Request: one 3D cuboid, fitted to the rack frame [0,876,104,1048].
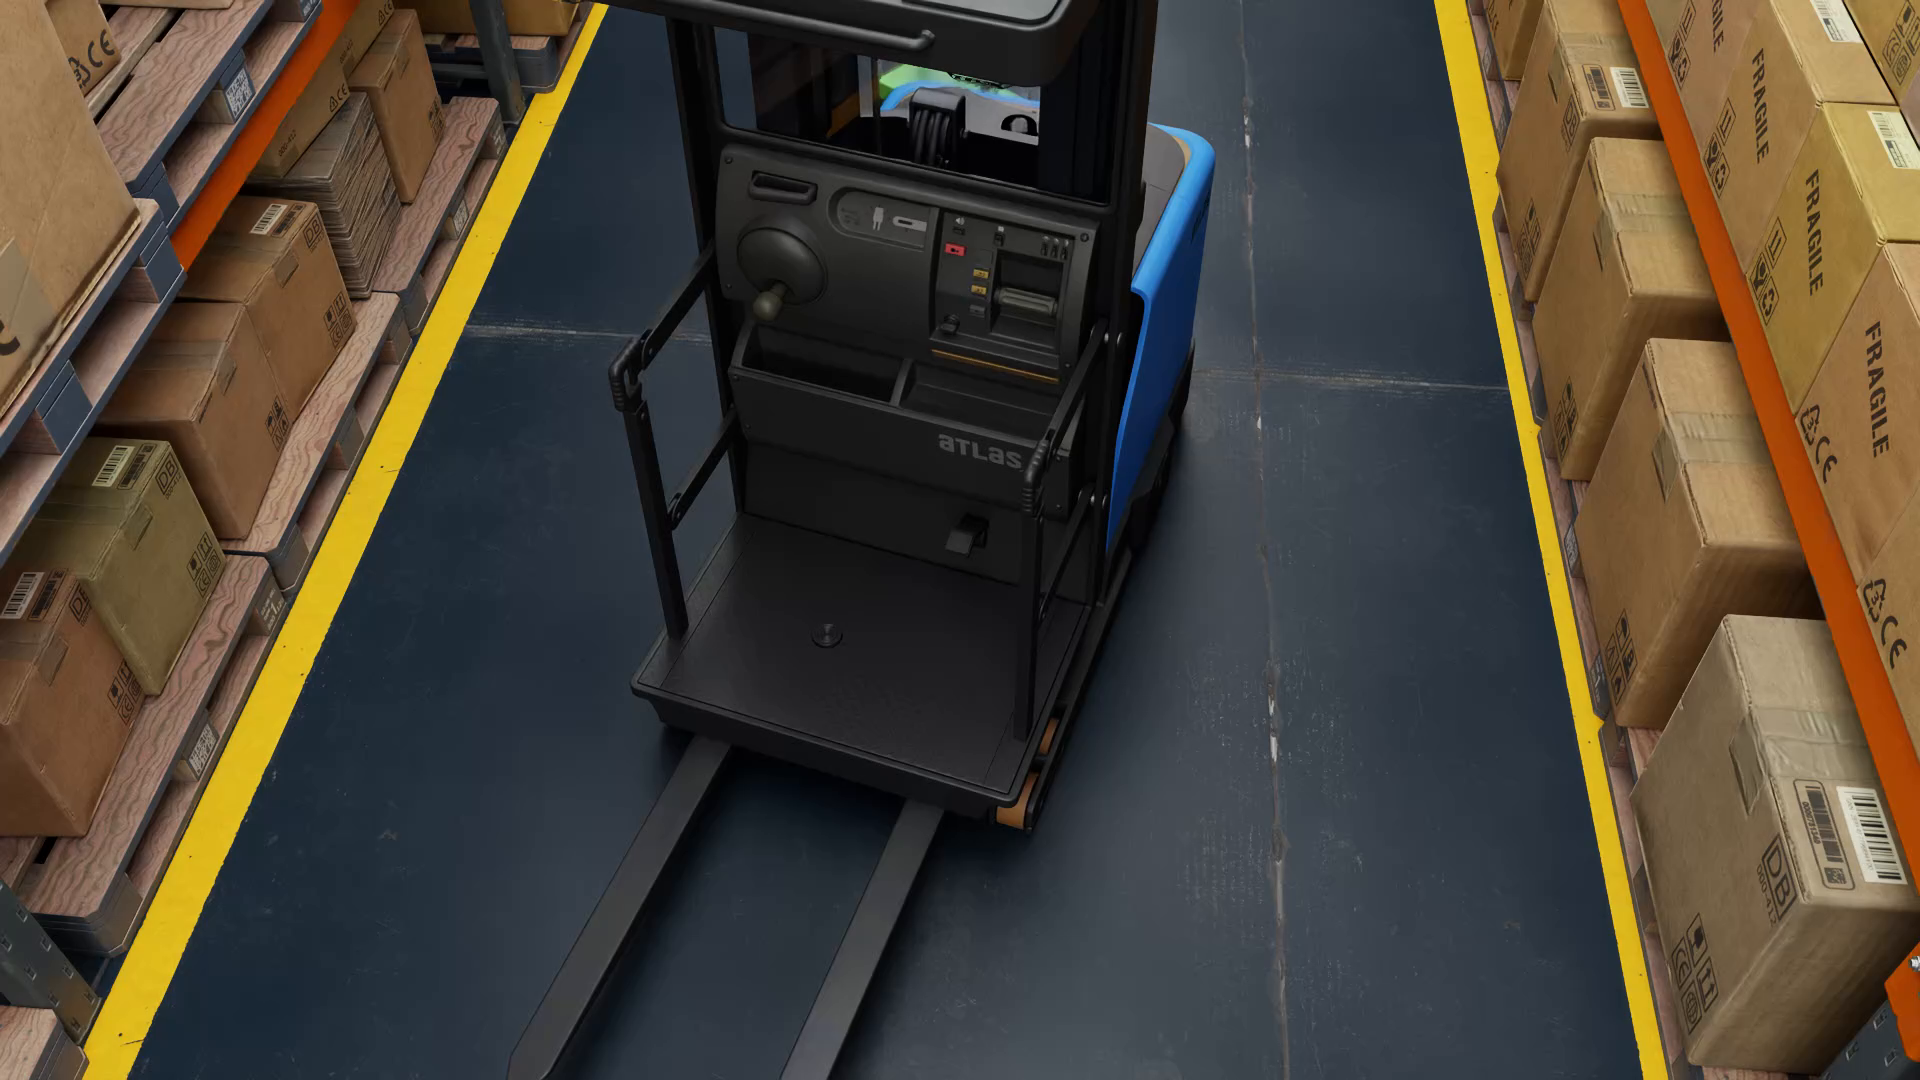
[{"bbox_3d":[-2.659,0.161,3.070,1.000,3.000,0.127,4,48,4],"label":"rack frame"}]

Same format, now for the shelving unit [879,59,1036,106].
[{"bbox_3d":[-0.022,-1.312,5.637,0.503,1.200,0.258,34,56,27],"label":"shelving unit"}]

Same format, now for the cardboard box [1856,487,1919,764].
[{"bbox_3d":[2.052,0.134,3.027,0.500,0.500,0.500,4,48,3],"label":"cardboard box"}]

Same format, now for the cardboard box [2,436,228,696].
[{"bbox_3d":[-2.520,0.057,4.561,0.700,0.500,0.500,4,48,3],"label":"cardboard box"}]

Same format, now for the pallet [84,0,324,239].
[{"bbox_3d":[-2.434,-1.256,4.496,1.003,0.211,1.213,4,48,4],"label":"pallet"}]

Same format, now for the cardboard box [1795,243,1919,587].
[{"bbox_3d":[2.098,-0.238,3.367,0.500,0.500,0.500,3,48,3],"label":"cardboard box"}]

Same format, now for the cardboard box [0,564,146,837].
[{"bbox_3d":[-2.582,0.406,4.241,0.700,0.500,0.500,1,48,1],"label":"cardboard box"}]

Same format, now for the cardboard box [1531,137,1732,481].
[{"bbox_3d":[2.414,-0.669,5.069,1.050,0.750,0.750,5,48,4],"label":"cardboard box"}]

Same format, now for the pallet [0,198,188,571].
[{"bbox_3d":[-2.445,-0.326,3.645,1.003,0.211,1.213,4,48,4],"label":"pallet"}]

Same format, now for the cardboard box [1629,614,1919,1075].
[{"bbox_3d":[2.238,0.724,3.795,1.050,0.750,0.750,4,48,3],"label":"cardboard box"}]

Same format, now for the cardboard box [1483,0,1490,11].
[{"bbox_3d":[2.486,-2.551,6.960,0.500,0.500,0.500,6,48,5],"label":"cardboard box"}]

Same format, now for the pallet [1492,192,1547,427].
[{"bbox_3d":[2.488,-0.855,5.889,1.003,0.211,1.213,4,48,4],"label":"pallet"}]

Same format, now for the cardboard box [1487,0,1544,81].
[{"bbox_3d":[2.435,-2.170,6.611,0.500,0.500,0.500,4,48,3],"label":"cardboard box"}]

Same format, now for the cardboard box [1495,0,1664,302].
[{"bbox_3d":[2.490,-1.312,5.657,1.050,0.750,0.750,3,48,3],"label":"cardboard box"}]

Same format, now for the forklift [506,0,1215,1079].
[{"bbox_3d":[-0.213,-0.556,3.772,1.130,2.935,3.031,15,49,13],"label":"forklift"}]

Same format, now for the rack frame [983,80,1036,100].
[{"bbox_3d":[0.157,-1.190,5.525,0.015,1.200,0.240,34,56,27],"label":"rack frame"}]

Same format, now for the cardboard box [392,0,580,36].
[{"bbox_3d":[-2.211,-2.709,6.850,1.225,0.875,0.875,2,48,2],"label":"cardboard box"}]

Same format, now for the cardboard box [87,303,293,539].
[{"bbox_3d":[-2.469,-0.354,4.937,0.700,0.500,0.500,0,48,0],"label":"cardboard box"}]

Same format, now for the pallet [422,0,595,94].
[{"bbox_3d":[-2.148,-2.411,7.313,1.003,0.211,1.213,4,48,4],"label":"pallet"}]

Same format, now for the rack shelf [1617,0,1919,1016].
[{"bbox_3d":[2.453,-0.658,4.307,1.077,0.370,4.000,4,48,4],"label":"rack shelf"}]

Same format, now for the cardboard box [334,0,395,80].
[{"bbox_3d":[-2.326,-1.842,5.790,0.500,0.250,0.500,6,48,5],"label":"cardboard box"}]

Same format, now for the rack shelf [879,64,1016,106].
[{"bbox_3d":[-0.022,-1.431,5.507,0.480,0.148,0.258,34,56,27],"label":"rack shelf"}]

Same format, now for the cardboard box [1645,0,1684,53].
[{"bbox_3d":[2.282,-1.719,4.721,0.500,0.500,0.500,3,48,3],"label":"cardboard box"}]

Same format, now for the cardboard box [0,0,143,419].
[{"bbox_3d":[-2.448,-0.758,3.219,1.000,1.000,1.000,4,48,4],"label":"cardboard box"}]

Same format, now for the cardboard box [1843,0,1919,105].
[{"bbox_3d":[2.449,-1.288,3.650,0.700,0.500,0.500,3,48,3],"label":"cardboard box"}]

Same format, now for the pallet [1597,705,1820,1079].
[{"bbox_3d":[2.266,0.938,4.249,1.003,0.211,1.213,4,48,4],"label":"pallet"}]

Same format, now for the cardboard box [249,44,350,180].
[{"bbox_3d":[-2.364,-1.451,5.432,0.500,0.250,0.500,9,48,8],"label":"cardboard box"}]

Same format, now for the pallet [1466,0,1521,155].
[{"bbox_3d":[2.708,-2.004,6.939,1.003,0.211,1.213,4,48,4],"label":"pallet"}]

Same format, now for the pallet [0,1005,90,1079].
[{"bbox_3d":[-2.685,1.598,3.645,1.003,0.211,1.213,4,48,4],"label":"pallet"}]

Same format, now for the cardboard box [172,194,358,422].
[{"bbox_3d":[-2.419,-0.764,5.312,0.700,0.500,0.500,7,48,7],"label":"cardboard box"}]

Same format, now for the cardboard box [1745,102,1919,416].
[{"bbox_3d":[2.144,-0.609,3.706,0.500,0.500,0.500,4,48,4],"label":"cardboard box"}]

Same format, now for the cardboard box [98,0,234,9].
[{"bbox_3d":[-2.178,-1.631,4.516,0.396,0.266,0.258,3,48,2],"label":"cardboard box"}]

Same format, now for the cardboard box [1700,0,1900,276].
[{"bbox_3d":[2.188,-0.982,4.048,0.500,0.500,0.500,3,48,3],"label":"cardboard box"}]

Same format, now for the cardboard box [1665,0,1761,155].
[{"bbox_3d":[2.236,-1.348,4.382,0.500,0.500,0.500,4,48,3],"label":"cardboard box"}]

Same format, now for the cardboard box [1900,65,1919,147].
[{"bbox_3d":[2.401,-0.917,3.311,0.700,0.500,0.500,4,48,4],"label":"cardboard box"}]

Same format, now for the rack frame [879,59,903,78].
[{"bbox_3d":[-0.201,-1.435,5.749,0.015,1.200,0.240,34,56,27],"label":"rack frame"}]

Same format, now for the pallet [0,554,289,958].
[{"bbox_3d":[-2.590,0.530,4.622,1.003,0.211,1.213,4,48,4],"label":"pallet"}]

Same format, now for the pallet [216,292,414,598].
[{"bbox_3d":[-2.481,-0.369,5.444,1.003,0.211,1.213,4,48,4],"label":"pallet"}]

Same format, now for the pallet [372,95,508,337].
[{"bbox_3d":[-2.368,-1.263,6.262,1.003,0.211,1.213,4,48,4],"label":"pallet"}]

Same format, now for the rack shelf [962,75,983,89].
[{"bbox_3d":[-0.022,-1.593,5.330,0.480,0.148,0.258,34,56,27],"label":"rack shelf"}]

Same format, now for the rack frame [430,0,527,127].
[{"bbox_3d":[-2.295,-2.778,5.758,1.000,3.000,0.127,4,48,4],"label":"rack frame"}]

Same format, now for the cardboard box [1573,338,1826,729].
[{"bbox_3d":[2.329,0.016,4.443,1.050,0.750,0.750,4,48,4],"label":"cardboard box"}]

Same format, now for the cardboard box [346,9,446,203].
[{"bbox_3d":[-2.336,-1.589,6.067,0.700,0.500,0.500,2,48,1],"label":"cardboard box"}]

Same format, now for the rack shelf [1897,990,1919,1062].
[{"bbox_3d":[2.088,2.281,1.618,1.077,0.370,4.000,4,48,4],"label":"rack shelf"}]

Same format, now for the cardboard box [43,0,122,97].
[{"bbox_3d":[-2.593,-1.296,4.048,0.797,0.503,0.637,8,48,8],"label":"cardboard box"}]

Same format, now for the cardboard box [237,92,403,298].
[{"bbox_3d":[-2.374,-1.181,5.693,0.700,0.500,0.500,0,48,0],"label":"cardboard box"}]

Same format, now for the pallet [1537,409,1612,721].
[{"bbox_3d":[2.375,0.039,5.071,1.003,0.211,1.213,4,48,4],"label":"pallet"}]
